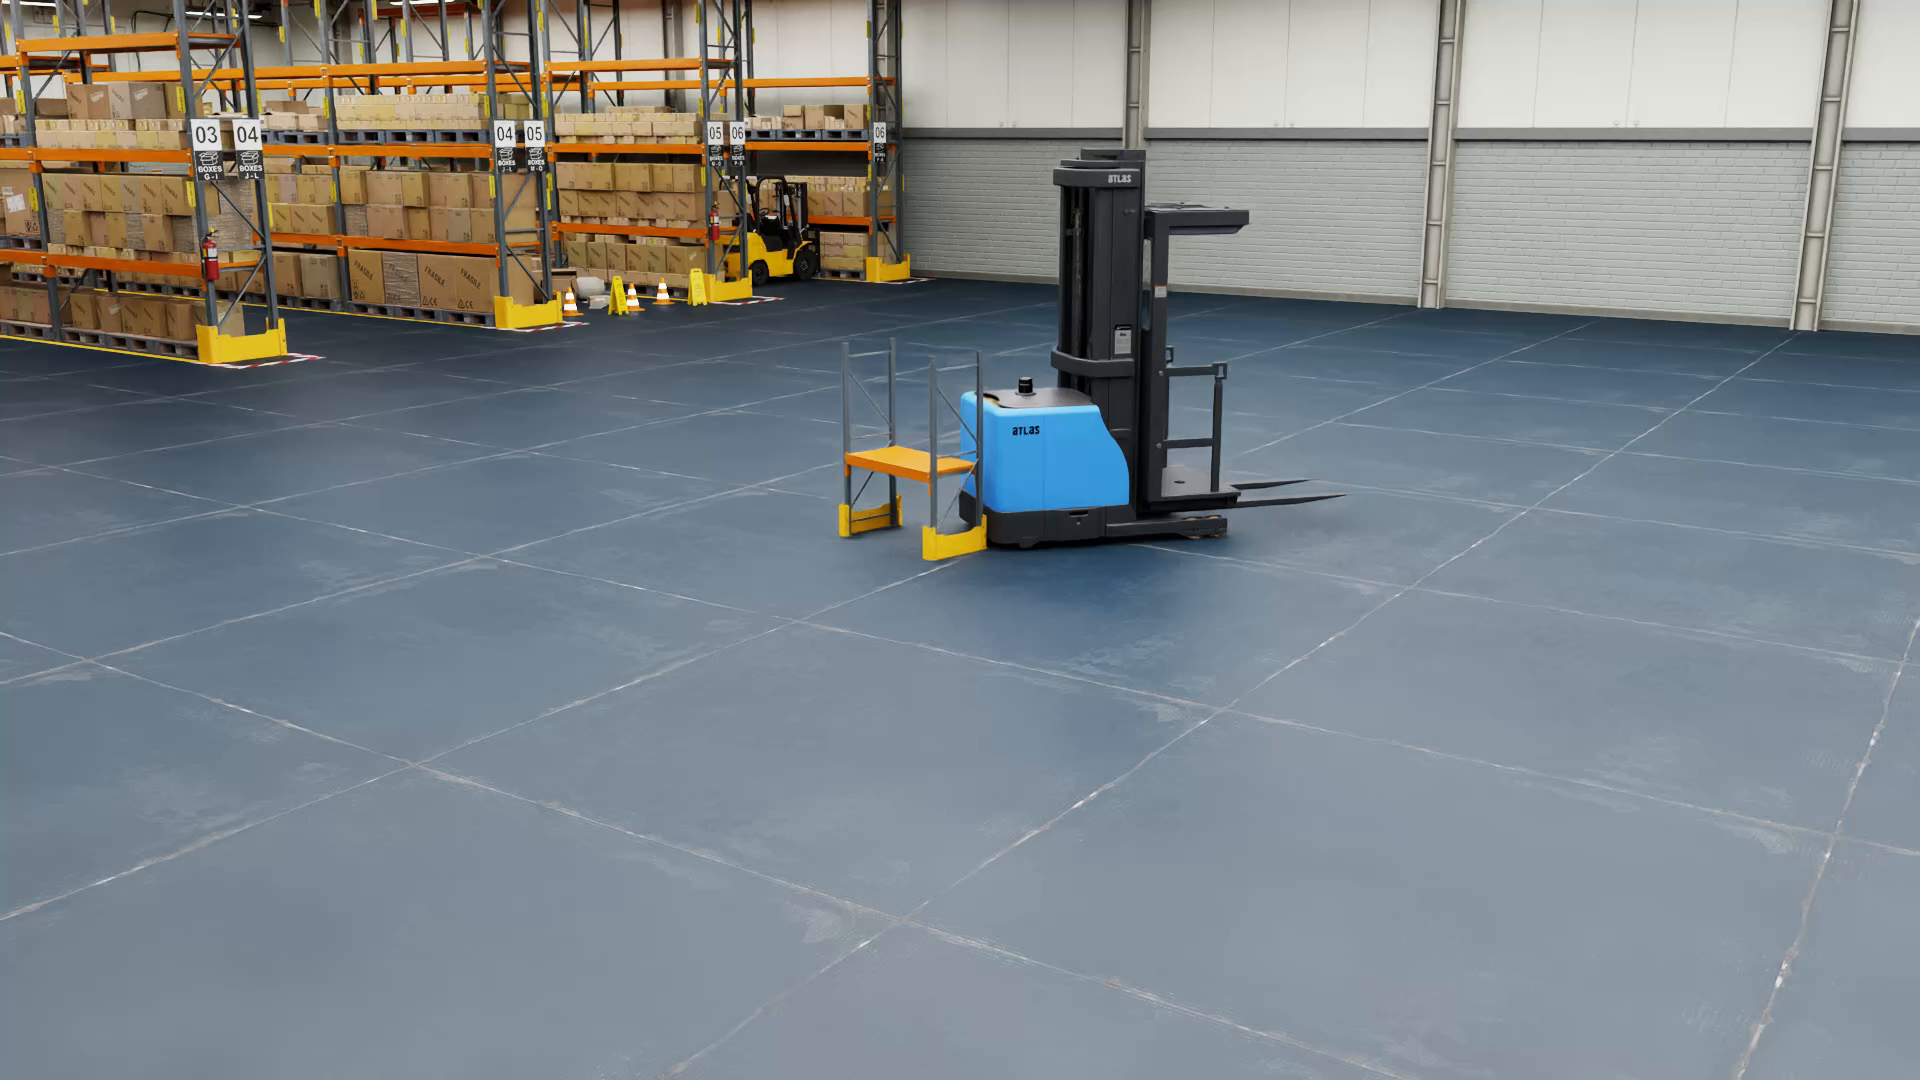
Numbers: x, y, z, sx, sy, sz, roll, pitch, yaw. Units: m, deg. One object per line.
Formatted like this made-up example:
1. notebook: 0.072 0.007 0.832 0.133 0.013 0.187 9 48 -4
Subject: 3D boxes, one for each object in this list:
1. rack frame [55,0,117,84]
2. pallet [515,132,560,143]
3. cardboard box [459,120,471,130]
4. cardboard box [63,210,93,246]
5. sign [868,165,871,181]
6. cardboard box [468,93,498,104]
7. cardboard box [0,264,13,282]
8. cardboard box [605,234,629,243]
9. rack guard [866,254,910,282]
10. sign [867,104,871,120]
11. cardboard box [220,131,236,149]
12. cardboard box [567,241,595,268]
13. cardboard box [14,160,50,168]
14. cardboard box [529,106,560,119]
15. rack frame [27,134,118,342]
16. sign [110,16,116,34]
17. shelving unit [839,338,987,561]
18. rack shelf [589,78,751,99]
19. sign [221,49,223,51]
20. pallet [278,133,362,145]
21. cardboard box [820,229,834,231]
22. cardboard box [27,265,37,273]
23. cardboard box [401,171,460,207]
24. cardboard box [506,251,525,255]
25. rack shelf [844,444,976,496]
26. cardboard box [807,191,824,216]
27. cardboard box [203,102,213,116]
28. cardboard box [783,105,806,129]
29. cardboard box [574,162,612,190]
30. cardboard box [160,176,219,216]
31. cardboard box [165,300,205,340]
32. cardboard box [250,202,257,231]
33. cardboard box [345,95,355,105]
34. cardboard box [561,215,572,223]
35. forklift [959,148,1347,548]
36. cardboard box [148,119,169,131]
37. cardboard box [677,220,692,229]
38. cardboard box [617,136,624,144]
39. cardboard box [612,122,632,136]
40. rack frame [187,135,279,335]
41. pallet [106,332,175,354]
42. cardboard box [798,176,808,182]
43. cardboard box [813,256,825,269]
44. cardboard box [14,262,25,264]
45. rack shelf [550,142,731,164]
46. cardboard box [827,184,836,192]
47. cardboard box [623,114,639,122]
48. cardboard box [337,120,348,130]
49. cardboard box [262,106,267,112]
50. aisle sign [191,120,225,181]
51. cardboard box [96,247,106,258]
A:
1. rack frame: -16.927 -9.454 32.285 0.127 3.000 1.000 9 17 33
2. pallet: -8.063 -7.938 32.796 1.003 0.211 1.213 9 17 33
3. cardboard box: -7.644 -6.530 26.157 0.250 0.149 0.380 9 17 33
4. cardboard box: -12.407 -4.539 24.091 0.500 0.500 0.875 9 17 33
5. sign: -1.839 -7.494 33.950 0.005 0.325 0.100 9 17 33
6. cardboard box: -7.439 -6.883 25.926 0.250 0.149 0.380 9 17 33
7. cardboard box: -15.442 -4.241 26.438 0.500 0.250 0.500 12 18 39
8. cardboard box: -6.549 -5.751 31.752 0.250 0.149 0.380 10 17 36
9. rack guard: -1.504 -5.706 34.834 0.348 0.500 1.175 9 17 33
10. sign: -1.839 -8.664 33.660 0.005 0.325 0.100 9 17 33
11. cardboard box: -10.078 -5.456 22.691 0.500 0.250 0.500 10 17 34
12. cardboard box: -7.272 -5.569 32.367 0.500 0.500 0.500 10 17 35
13. cardboard box: -18.756 -7.435 33.707 0.500 0.500 0.500 9 16 31
14. cardboard box: -8.163 -8.351 32.472 0.500 0.250 0.500 10 17 34
15. rack frame: -13.141 -4.493 24.732 0.127 3.000 1.000 9 17 33
16. sign: -16.623 -10.095 32.604 0.005 0.325 0.100 9 17 33
17. shelving unit: -0.368 -0.715 12.590 0.587 1.500 1.083 -12 18 -40
18. rack shelf: -6.503 -10.096 37.211 4.000 0.370 1.077 9 17 33
19. sign: -17.253 -11.589 38.802 0.005 0.325 0.100 9 17 33
20. pallet: -11.078 -6.945 28.792 1.217 0.209 0.805 8 16 31
21. cardboard box: -3.064 -6.585 35.950 0.500 0.250 0.500 9 16 32
22. cardboard box: -18.944 -5.591 34.225 0.250 0.149 0.380 8 16 30
23. cardboard box: -8.666 -5.789 27.408 0.500 0.550 0.875 9 17 33
24. cardboard box: -8.579 -5.264 31.473 0.500 0.500 0.500 9 17 33
25. rack shelf: -0.362 -0.539 12.626 0.538 0.185 1.000 -12 18 -40
26. cardboard box: -2.930 -7.125 35.156 0.500 0.500 0.500 9 16 32
27. cardboard box: -14.218 -8.060 31.095 0.258 0.266 0.396 9 17 33
28. cardboard box: -3.286 -8.936 35.138 0.637 0.503 0.797 10 17 35
29. cardboard box: -6.955 -6.972 31.839 0.500 0.500 0.700 9 17 33
30. cardboard box: -10.416 -4.660 22.496 0.500 0.500 0.500 9 17 33
31. cardboard box: -10.846 -3.108 23.463 0.500 0.500 0.500 -12 18 -39
32. cardboard box: -12.545 -5.804 29.820 0.500 0.500 0.500 9 17 33
33. cardboard box: -9.964 -7.292 27.575 0.250 0.149 0.380 9 17 32
34. cardboard box: -7.528 -6.241 32.315 0.250 0.149 0.380 9 17 33
35. forklift: 1.569 -1.543 12.957 3.031 2.935 1.130 -4 15 -16
36. cardboard box: -10.666 -5.582 22.369 0.250 0.149 0.380 8 16 30
37. cardboard box: -4.993 -5.830 30.655 0.250 0.149 0.380 9 16 32
38. cardboard box: -6.208 -7.505 31.180 0.250 0.149 0.380 9 17 33
39. cardboard box: -6.137 -7.679 31.051 0.500 0.250 0.500 9 17 33
40. rack frame: -9.822 -3.957 22.565 0.127 3.000 1.000 9 17 33
41. pallet: -11.548 -2.893 24.071 1.213 0.211 1.003 9 17 33
42. cardboard box: -3.215 -7.641 35.272 0.250 0.149 0.380 9 17 34
43. cardboard box: -2.908 -5.930 35.382 0.500 0.250 0.500 9 17 33
44. cardboard box: -19.355 -5.802 34.457 0.250 0.149 0.380 10 17 35
45. rack shelf: -5.951 -7.308 31.356 4.000 0.370 1.077 9 17 33
46. cardboard box: -2.577 -7.388 34.867 0.250 0.149 0.380 9 17 32
47. cardboard box: -6.028 -7.839 30.870 0.250 0.149 0.380 10 17 34
48. cardboard box: -10.177 -6.938 27.808 0.250 0.149 0.380 9 16 32
49. cardboard box: -15.386 -9.475 37.317 0.637 0.503 0.797 11 18 37
50. aisle sign: -9.938 -5.151 21.977 0.004 0.787 0.394 9 17 33
51. cardboard box: -12.080 -4.120 23.746 0.250 0.149 0.380 9 17 33
